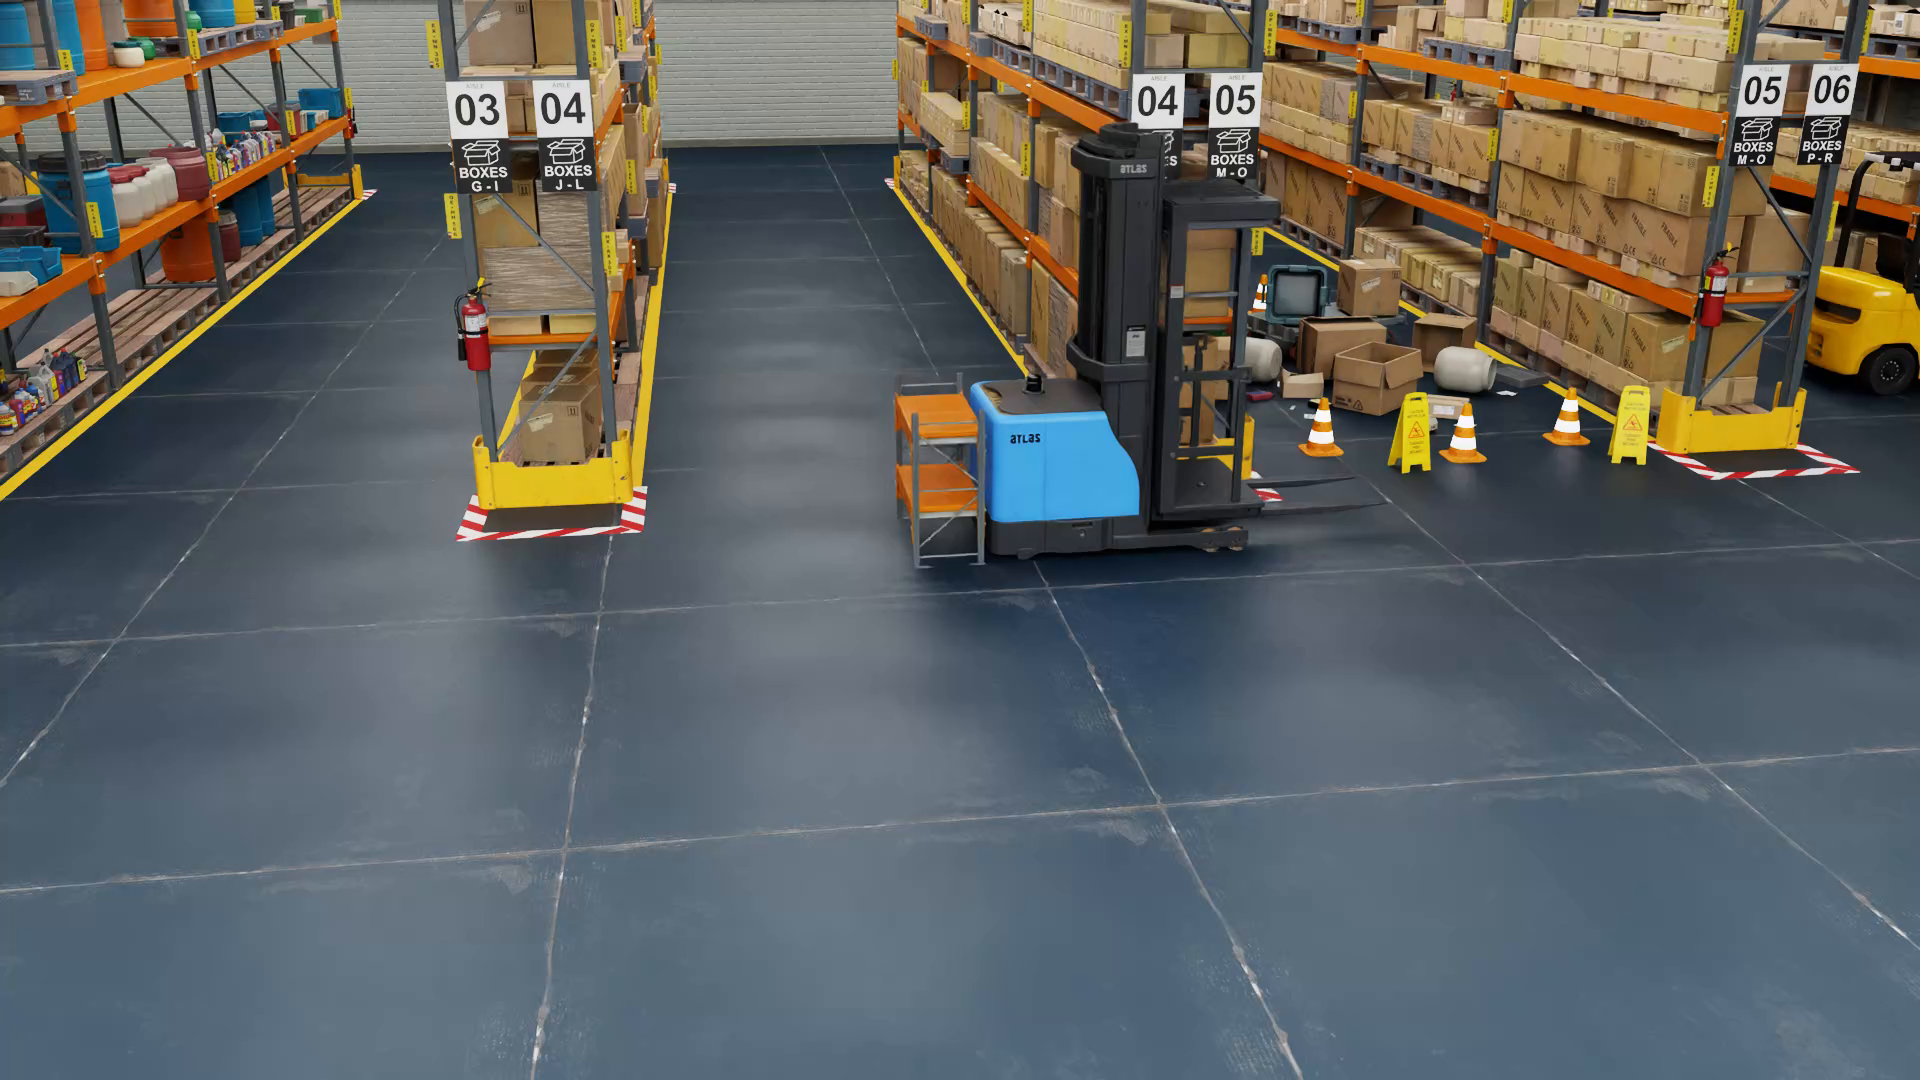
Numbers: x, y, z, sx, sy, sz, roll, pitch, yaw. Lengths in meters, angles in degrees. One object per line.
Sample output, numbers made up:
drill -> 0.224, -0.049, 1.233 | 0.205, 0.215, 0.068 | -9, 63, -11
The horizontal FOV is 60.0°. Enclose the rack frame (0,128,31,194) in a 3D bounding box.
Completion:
rack frame -> -15.266, -6.742, 25.981 | 1.000, 3.000, 0.127 | -3, 21, -8

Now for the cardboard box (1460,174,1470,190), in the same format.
cardboard box -> 5.706, -3.921, 18.187 | 0.380, 0.149, 0.250 | -4, 21, -9

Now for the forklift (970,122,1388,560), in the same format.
forklift -> 1.626, -1.464, 11.948 | 3.031, 2.935, 1.130 | -4, 21, -9

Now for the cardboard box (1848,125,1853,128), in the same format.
cardboard box -> 10.493, -4.916, 20.022 | 0.380, 0.149, 0.250 | -3, 21, -8

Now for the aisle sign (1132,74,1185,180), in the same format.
aisle sign -> 1.480, -3.094, 12.499 | 0.394, 0.787, 0.004 | -3, 21, -8

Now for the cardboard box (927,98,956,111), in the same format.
cardboard box -> -0.247, -5.998, 22.896 | 0.380, 0.149, 0.250 | -3, 21, -8

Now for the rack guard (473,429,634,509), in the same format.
rack guard -> -3.167, -0.556, 12.991 | 1.175, 0.500, 0.348 | -3, 21, -8

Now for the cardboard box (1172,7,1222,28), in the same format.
cardboard box -> 1.926, -4.215, 13.405 | 0.380, 0.149, 0.250 | -3, 21, -7

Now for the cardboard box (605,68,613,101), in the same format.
cardboard box -> -3.265, -3.919, 14.348 | 0.500, 0.250, 0.500 | -3, 21, -8

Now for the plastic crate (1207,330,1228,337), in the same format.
plastic crate -> 2.512, -2.017, 17.265 | 0.450, 0.188, 0.662 | -2, 18, 24

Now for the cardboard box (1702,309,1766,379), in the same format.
cardboard box -> 6.804, -1.762, 14.905 | 0.500, 0.500, 0.500 | -4, 21, -10

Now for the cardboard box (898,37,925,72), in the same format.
cardboard box -> -0.737, -7.942, 27.195 | 0.500, 0.500, 0.500 | -3, 21, -8

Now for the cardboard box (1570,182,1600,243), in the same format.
cardboard box -> 6.109, -3.085, 15.620 | 0.500, 0.500, 0.500 | -3, 21, -7

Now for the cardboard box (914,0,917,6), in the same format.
cardboard box -> -0.424, -8.148, 24.958 | 0.500, 0.250, 0.500 | -2, 21, -6

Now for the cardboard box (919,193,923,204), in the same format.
cardboard box -> -0.413, -5.233, 25.415 | 0.380, 0.149, 0.250 | -4, 21, -10

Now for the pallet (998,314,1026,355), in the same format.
pallet -> 1.005, -2.258, 17.961 | 1.003, 0.211, 1.213 | -3, 21, -8

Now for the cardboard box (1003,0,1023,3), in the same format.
cardboard box -> 0.754, -6.829, 20.690 | 0.396, 0.266, 0.258 | -3, 21, -8

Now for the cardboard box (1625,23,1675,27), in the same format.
cardboard box -> 6.501, -4.788, 15.681 | 0.380, 0.149, 0.250 | -3, 21, -9

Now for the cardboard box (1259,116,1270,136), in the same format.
cardboard box -> 4.723, -6.120, 24.529 | 0.500, 0.250, 0.500 | -3, 21, -9

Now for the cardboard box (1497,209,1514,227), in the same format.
cardboard box -> 5.802, -3.343, 17.239 | 0.380, 0.149, 0.250 | -3, 21, -8

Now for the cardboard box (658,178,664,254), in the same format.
cardboard box -> -4.509, -4.221, 21.668 | 1.225, 0.875, 0.875 | -3, 21, -8

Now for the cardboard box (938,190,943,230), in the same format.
cardboard box -> -0.041, -4.645, 23.337 | 0.500, 0.500, 0.500 | -2, 21, -5

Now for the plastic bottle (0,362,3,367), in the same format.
plastic bottle -> -8.842, -1.532, 15.285 | 0.061, 0.283, 0.133 | -3, 21, -8

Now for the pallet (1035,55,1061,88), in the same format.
pallet -> 1.298, -4.381, 15.499 | 1.003, 0.211, 1.213 | -3, 21, -8

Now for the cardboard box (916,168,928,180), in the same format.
cardboard box -> -0.481, -5.676, 25.751 | 0.380, 0.149, 0.250 | -4, 21, -10

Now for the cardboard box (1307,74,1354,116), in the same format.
cardboard box -> 5.017, -6.001, 22.425 | 0.500, 0.500, 0.500 | -3, 21, -8

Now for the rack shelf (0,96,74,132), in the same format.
rack shelf -> -8.345, -3.212, 13.270 | 1.077, 0.370, 4.000 | -3, 21, -8

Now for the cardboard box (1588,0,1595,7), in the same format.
cardboard box -> 9.485, -7.924, 24.473 | 0.380, 0.149, 0.250 | -3, 21, -7

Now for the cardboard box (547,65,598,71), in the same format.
cardboard box -> -3.066, -3.688, 13.161 | 0.380, 0.149, 0.250 | -3, 21, -8

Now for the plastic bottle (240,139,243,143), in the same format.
plastic bottle -> -9.405, -5.112, 21.799 | 0.097, 0.271, 0.097 | 0, 20, 0

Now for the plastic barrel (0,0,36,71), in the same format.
plastic barrel -> -8.922, -4.641, 15.352 | 0.600, 0.901, 0.708 | -3, 21, -8

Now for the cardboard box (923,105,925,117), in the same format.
cardboard box -> -0.322, -6.040, 23.435 | 0.380, 0.149, 0.250 | -3, 21, -9

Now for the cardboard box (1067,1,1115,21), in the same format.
cardboard box -> 1.126, -4.536, 14.263 | 0.380, 0.149, 0.250 | -3, 21, -8

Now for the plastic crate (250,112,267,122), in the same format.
plastic crate -> -10.421, -6.279, 24.894 | 0.416, 0.233, 0.300 | -3, 21, -8

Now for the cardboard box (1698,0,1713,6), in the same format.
cardboard box -> 10.045, -7.173, 22.068 | 0.380, 0.149, 0.250 | -4, 21, -10

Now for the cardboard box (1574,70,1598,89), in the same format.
cardboard box -> 5.975, -4.302, 15.520 | 0.380, 0.149, 0.250 | -3, 21, -9

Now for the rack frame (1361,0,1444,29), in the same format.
rack frame -> 5.498, -7.781, 20.188 | 1.000, 3.000, 0.127 | -3, 21, -8

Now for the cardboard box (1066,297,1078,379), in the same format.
cardboard box -> 1.475, -1.654, 14.793 | 0.875, 0.875, 0.875 | -3, 21, -9

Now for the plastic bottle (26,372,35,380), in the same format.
plastic bottle -> -8.279, -1.369, 14.848 | 0.061, 0.283, 0.133 | -3, 21, -8

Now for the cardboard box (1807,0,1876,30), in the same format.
cardboard box -> 10.419, -6.303, 19.630 | 0.500, 0.500, 0.500 | -2, 21, -6

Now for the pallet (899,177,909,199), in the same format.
pallet -> -0.446, -5.840, 27.551 | 1.003, 0.211, 1.213 | -3, 21, -8

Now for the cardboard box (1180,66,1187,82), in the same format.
cardboard box -> 1.962, -3.757, 13.317 | 0.380, 0.149, 0.250 | -3, 21, -8

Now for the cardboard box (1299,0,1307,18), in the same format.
cardboard box -> 4.838, -7.244, 22.630 | 0.396, 0.266, 0.258 | -1, 21, -3

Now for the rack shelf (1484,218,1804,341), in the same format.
rack shelf -> 6.362, -2.556, 15.802 | 1.077, 0.370, 4.000 | -3, 21, -8

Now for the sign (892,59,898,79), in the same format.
sign -> -1.076, -7.834, 27.667 | 0.100, 0.325, 0.005 | -3, 21, -8

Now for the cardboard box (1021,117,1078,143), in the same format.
cardboard box -> 1.037, -4.166, 17.511 | 0.700, 0.500, 0.500 | -3, 21, -9

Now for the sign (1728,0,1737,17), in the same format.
sign -> 9.872, -6.843, 21.225 | 0.100, 0.325, 0.005 | -3, 21, -8

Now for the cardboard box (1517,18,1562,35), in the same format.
cardboard box -> 5.797, -5.121, 16.573 | 0.380, 0.149, 0.250 | -3, 21, -9

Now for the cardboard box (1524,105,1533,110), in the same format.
cardboard box -> 9.340, -6.944, 26.881 | 0.380, 0.149, 0.250 | -3, 21, -9

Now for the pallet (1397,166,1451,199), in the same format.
pallet -> 5.823, -4.198, 19.442 | 1.003, 0.211, 1.213 | -3, 21, -8

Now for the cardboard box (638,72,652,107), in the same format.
cardboard box -> -4.702, -6.455, 23.929 | 0.500, 0.500, 0.500 | -3, 21, -8

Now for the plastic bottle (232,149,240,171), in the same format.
plastic bottle -> -9.109, -4.768, 20.880 | 0.097, 0.271, 0.097 | 0, 20, 0

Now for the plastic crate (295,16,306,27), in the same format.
plastic crate -> -9.820, -7.570, 24.286 | 0.437, 0.136, 0.530 | -3, 21, -8

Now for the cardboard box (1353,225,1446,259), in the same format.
cardboard box -> 5.569, -3.740, 21.099 | 0.950, 0.372, 0.625 | -4, 21, -11

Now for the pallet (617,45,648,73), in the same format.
pallet -> -3.868, -4.981, 17.247 | 1.213, 0.211, 1.003 | -3, 21, -8

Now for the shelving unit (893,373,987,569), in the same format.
shelving unit -> -0.155, -0.520, 12.002 | 0.538, 1.125, 1.048 | -3, 21, -8
